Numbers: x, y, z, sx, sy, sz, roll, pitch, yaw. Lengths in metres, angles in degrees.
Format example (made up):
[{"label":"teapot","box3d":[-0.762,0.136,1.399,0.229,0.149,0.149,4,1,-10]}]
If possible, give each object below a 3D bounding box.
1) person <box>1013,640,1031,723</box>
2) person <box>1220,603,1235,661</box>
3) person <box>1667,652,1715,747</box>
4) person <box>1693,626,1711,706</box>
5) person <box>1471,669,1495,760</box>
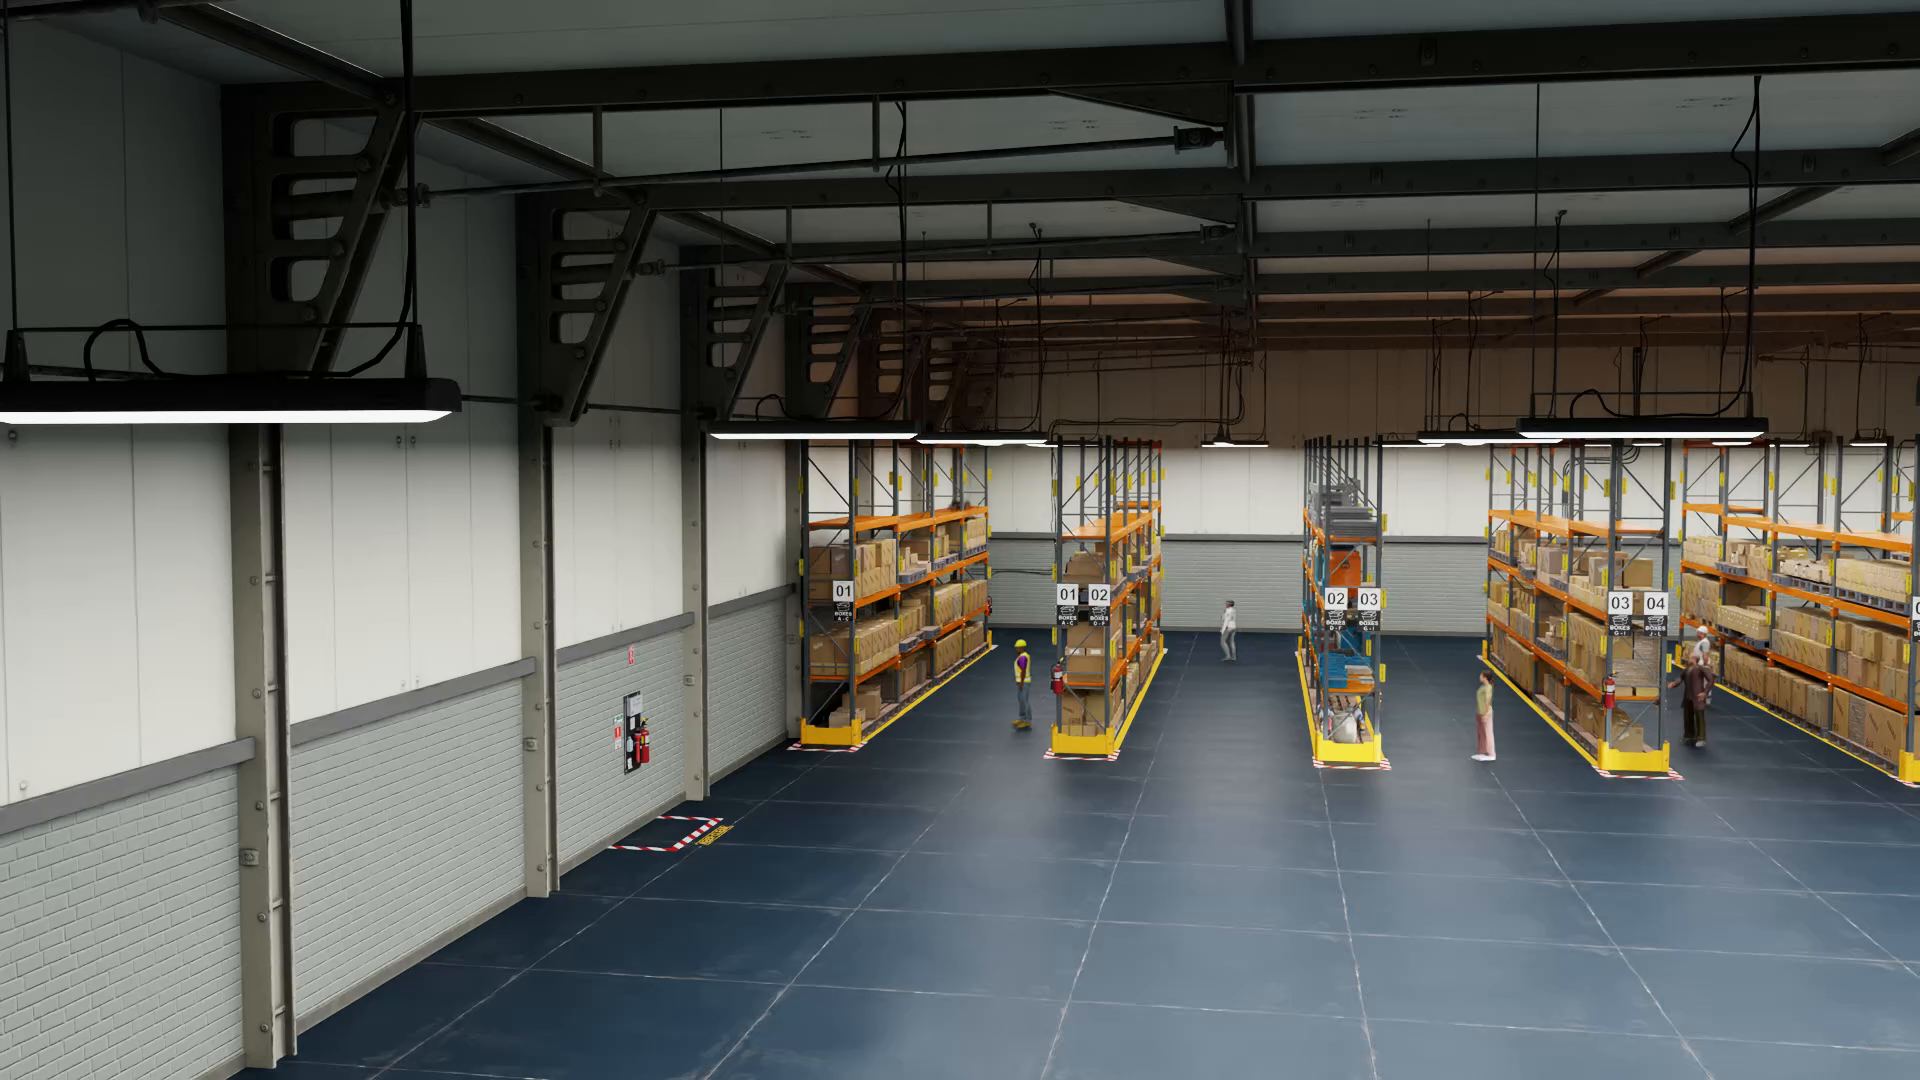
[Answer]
[{"label":"person","box3d":[1.296,2.929,34.576,0.405,1.709,0.603,0,3,5]},{"label":"person","box3d":[7.267,2.441,45.055,0.334,1.654,0.585,2,4,32]},{"label":"person","box3d":[14.159,3.103,32.304,0.656,1.827,0.775,-1,3,-20]},{"label":"person","box3d":[16.546,2.813,37.121,0.370,1.795,0.600,-1,3,-9]},{"label":"person","box3d":[9.675,3.227,30.654,0.353,1.680,0.457,0,3,-9]}]
